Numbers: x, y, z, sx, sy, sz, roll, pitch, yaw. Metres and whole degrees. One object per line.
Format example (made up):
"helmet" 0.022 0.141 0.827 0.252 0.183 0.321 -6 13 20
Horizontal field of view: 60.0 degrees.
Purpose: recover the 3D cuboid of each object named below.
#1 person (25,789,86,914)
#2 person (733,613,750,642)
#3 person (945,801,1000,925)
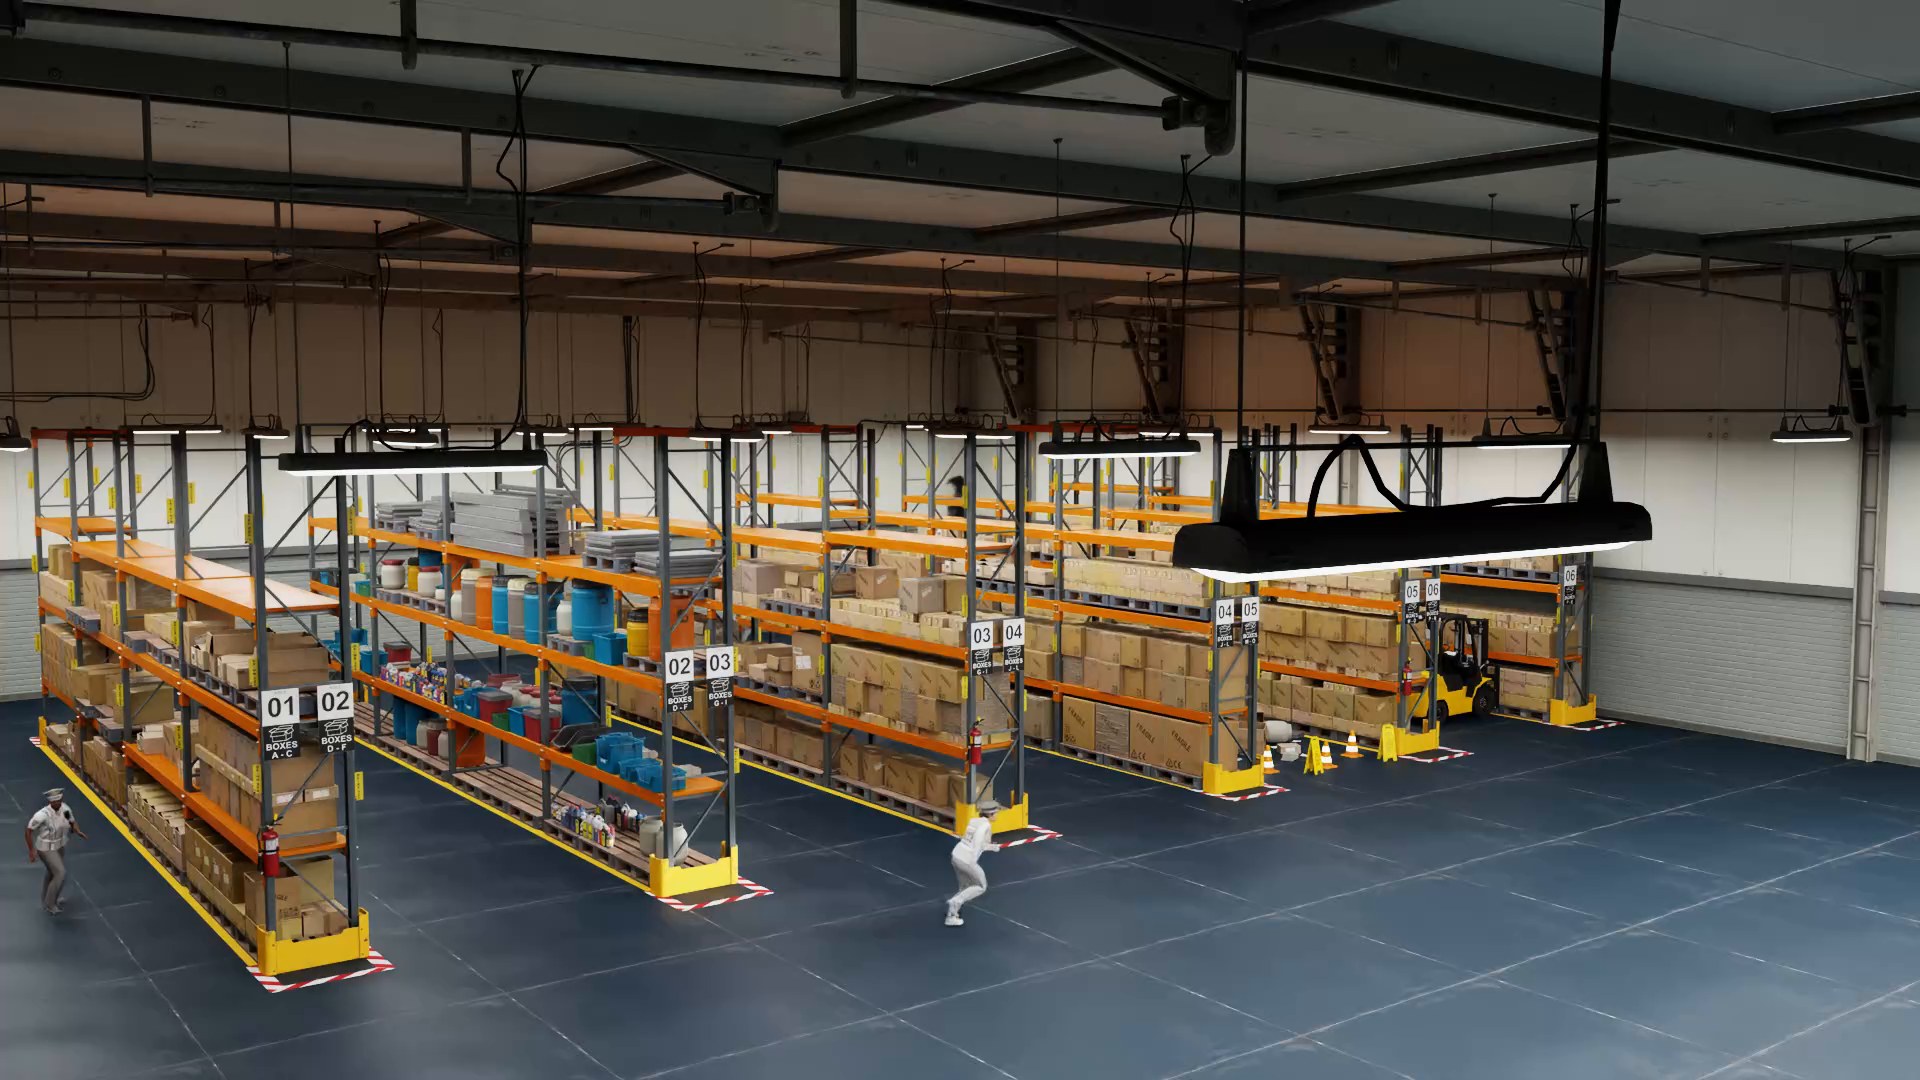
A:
"person" -11.407 3.920 21.035 0.793 1.638 0.602 1 5 8
"person" -5.519 2.252 42.474 0.539 1.520 0.576 1 5 13
"person" 0.185 3.987 20.414 0.768 1.494 0.650 -2 5 -24
